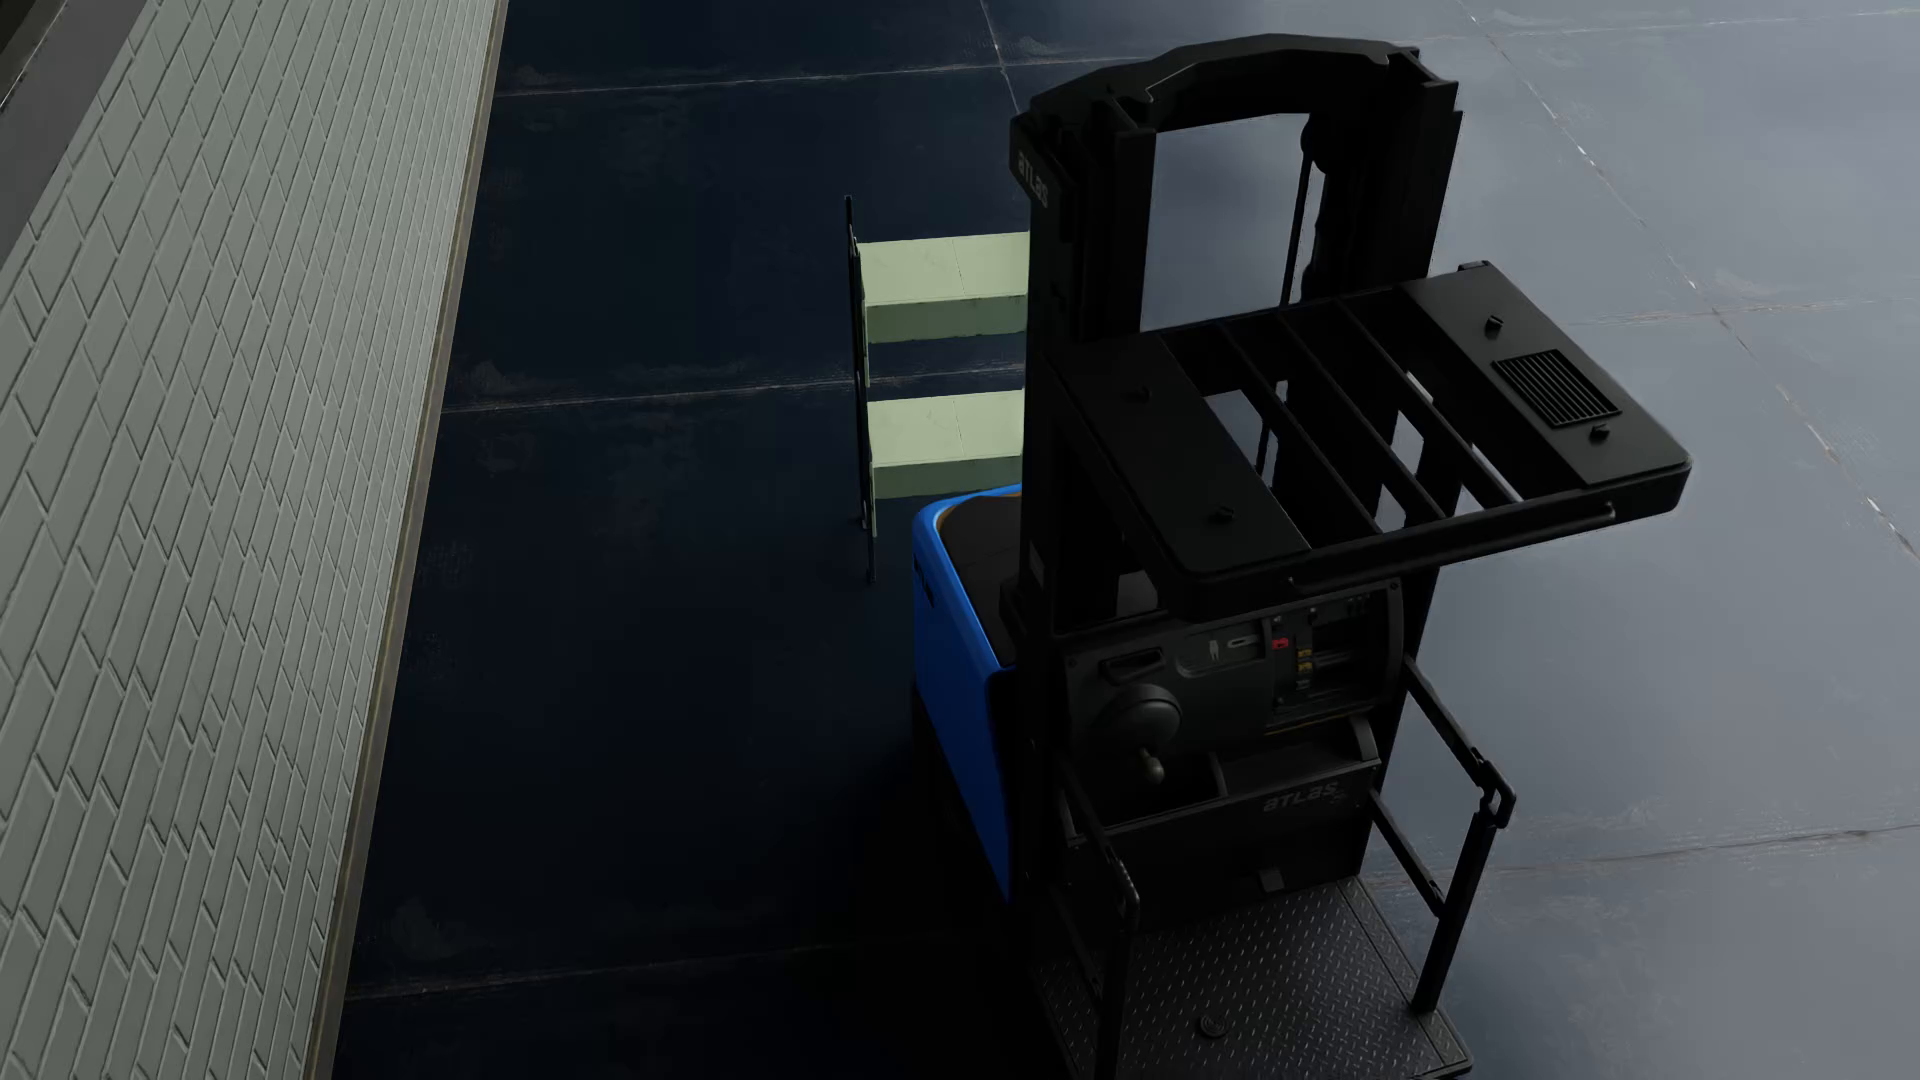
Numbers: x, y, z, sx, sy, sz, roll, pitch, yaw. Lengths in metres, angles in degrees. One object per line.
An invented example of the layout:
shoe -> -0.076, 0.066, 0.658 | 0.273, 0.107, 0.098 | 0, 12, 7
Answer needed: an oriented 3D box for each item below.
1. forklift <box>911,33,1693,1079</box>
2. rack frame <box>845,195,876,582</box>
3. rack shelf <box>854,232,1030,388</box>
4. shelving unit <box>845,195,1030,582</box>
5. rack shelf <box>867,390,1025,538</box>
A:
forklift -> 0.771, 0.438, 4.076 | 1.130, 2.935, 3.031 | -12, 43, -13
rack frame -> -0.370, -0.525, 6.212 | 0.023, 1.500, 0.400 | -5, 42, -6
rack shelf -> -0.007, -0.846, 5.986 | 0.720, 0.370, 0.431 | -5, 42, -6
shelving unit -> -0.007, -0.556, 6.247 | 0.755, 1.500, 0.431 | -5, 42, -6
rack shelf -> -0.007, -0.314, 6.465 | 0.720, 0.370, 0.431 | -5, 42, -6
